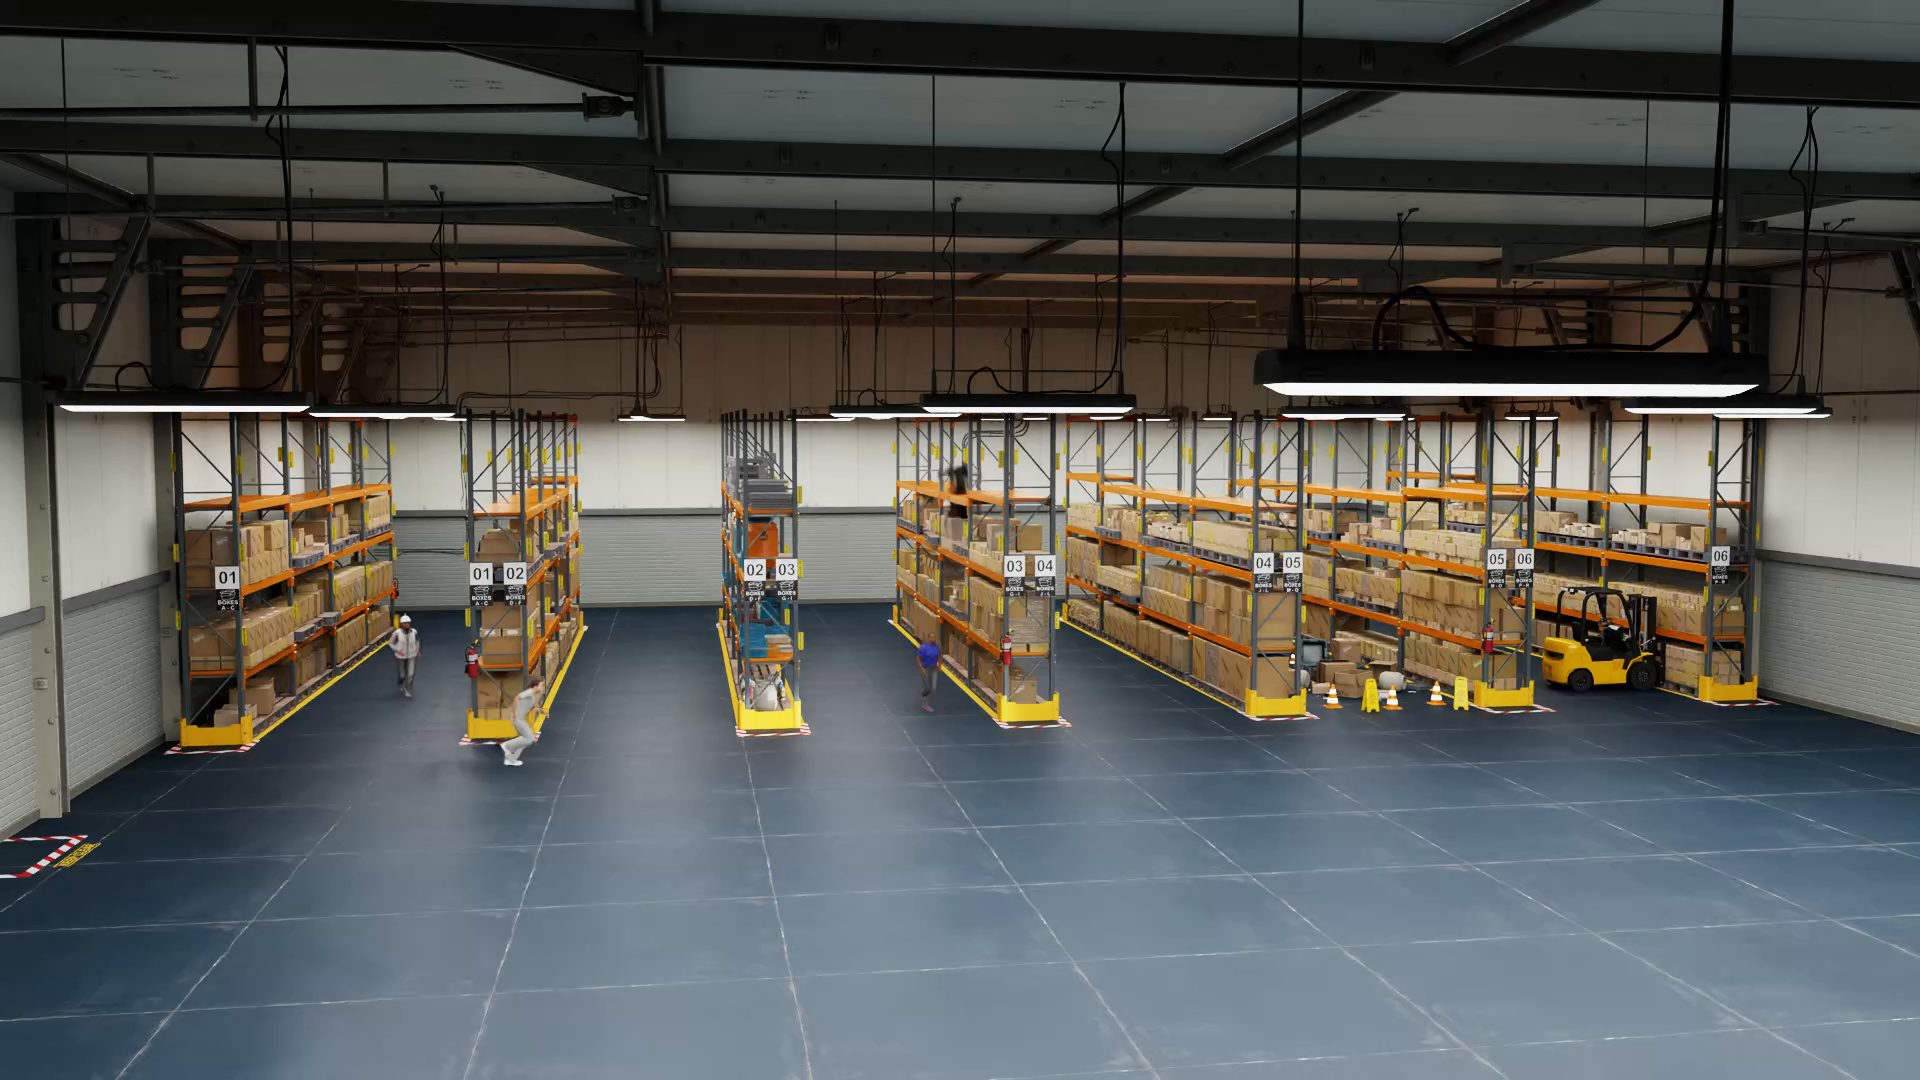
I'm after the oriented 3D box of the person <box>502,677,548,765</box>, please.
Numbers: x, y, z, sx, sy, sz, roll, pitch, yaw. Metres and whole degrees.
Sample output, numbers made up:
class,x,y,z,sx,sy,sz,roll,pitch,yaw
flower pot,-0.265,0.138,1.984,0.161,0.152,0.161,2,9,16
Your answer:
class,x,y,z,sx,sy,sz,roll,pitch,yaw
person,-7.297,3.041,27.818,0.767,1.498,0.592,0,4,1

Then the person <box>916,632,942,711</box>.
class,x,y,z,sx,sy,sz,roll,pitch,yaw
person,-0.635,2.614,33.290,0.572,1.597,0.529,-2,4,-25

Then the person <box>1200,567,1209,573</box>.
class,x,y,z,sx,sy,sz,roll,pitch,yaw
person,6.912,1.598,46.425,0.619,1.731,0.989,-3,5,-33

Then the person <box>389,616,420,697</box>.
class,x,y,z,sx,sy,sz,roll,pitch,yaw
person,-11.673,2.435,34.965,0.655,1.725,0.757,-2,5,-28
